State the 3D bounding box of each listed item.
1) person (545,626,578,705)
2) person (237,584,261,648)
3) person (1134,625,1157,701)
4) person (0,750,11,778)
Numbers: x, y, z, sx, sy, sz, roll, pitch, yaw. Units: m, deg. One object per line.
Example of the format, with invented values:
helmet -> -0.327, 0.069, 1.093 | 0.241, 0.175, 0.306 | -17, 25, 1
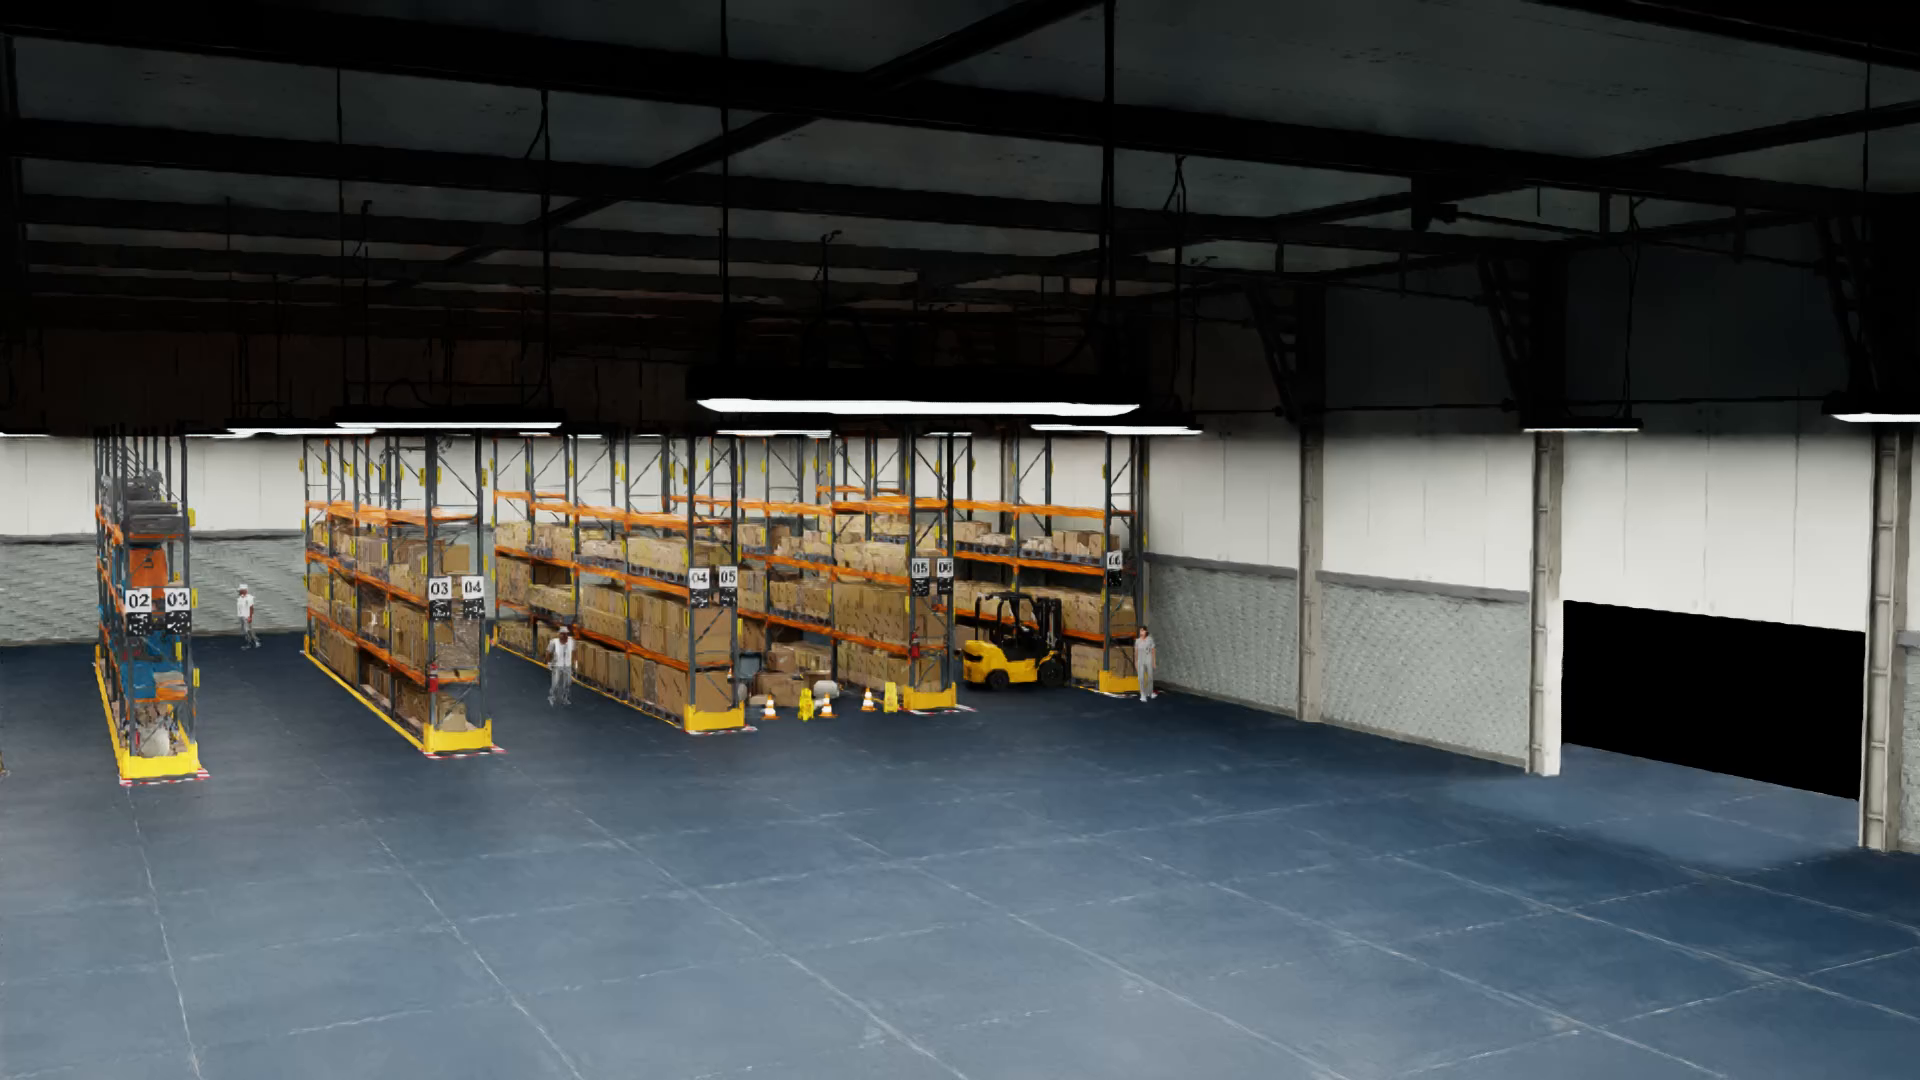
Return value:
person -> -8.557, 2.699, 35.742 | 0.702, 1.735, 0.549 | -2, 4, -31
person -> -19.449, 2.081, 45.445 | 0.714, 1.760, 0.465 | 2, 4, 33
person -> 4.071, 2.686, 36.550 | 0.481, 1.658, 0.566 | 0, 3, 8
person -> -16.511, 3.161, 28.047 | 1.033, 1.735, 0.634 | 3, 4, 38
